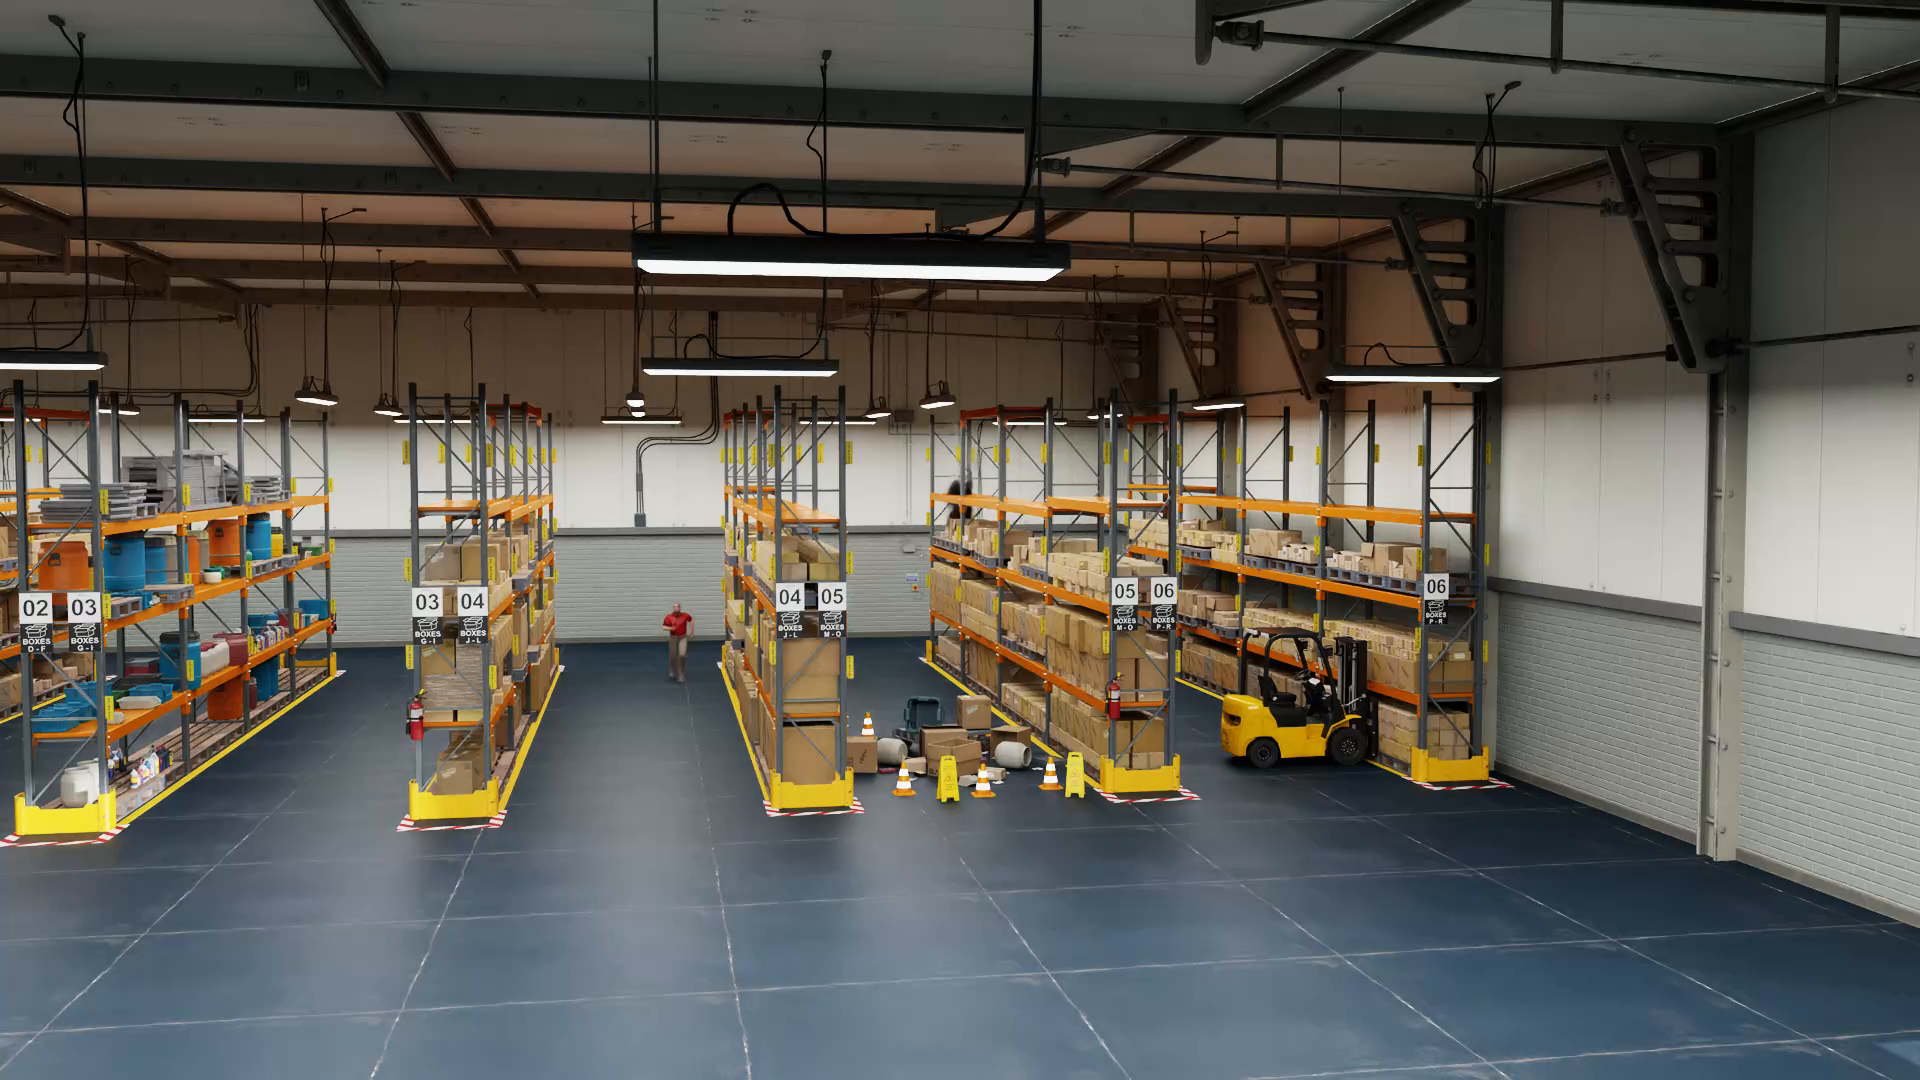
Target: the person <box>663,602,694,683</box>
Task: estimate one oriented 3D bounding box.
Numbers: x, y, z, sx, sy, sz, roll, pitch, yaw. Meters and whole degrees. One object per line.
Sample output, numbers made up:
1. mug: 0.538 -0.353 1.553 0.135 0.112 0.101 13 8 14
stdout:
1. person: -6.277 2.279 37.048 0.672 1.798 0.927 0 3 -8
